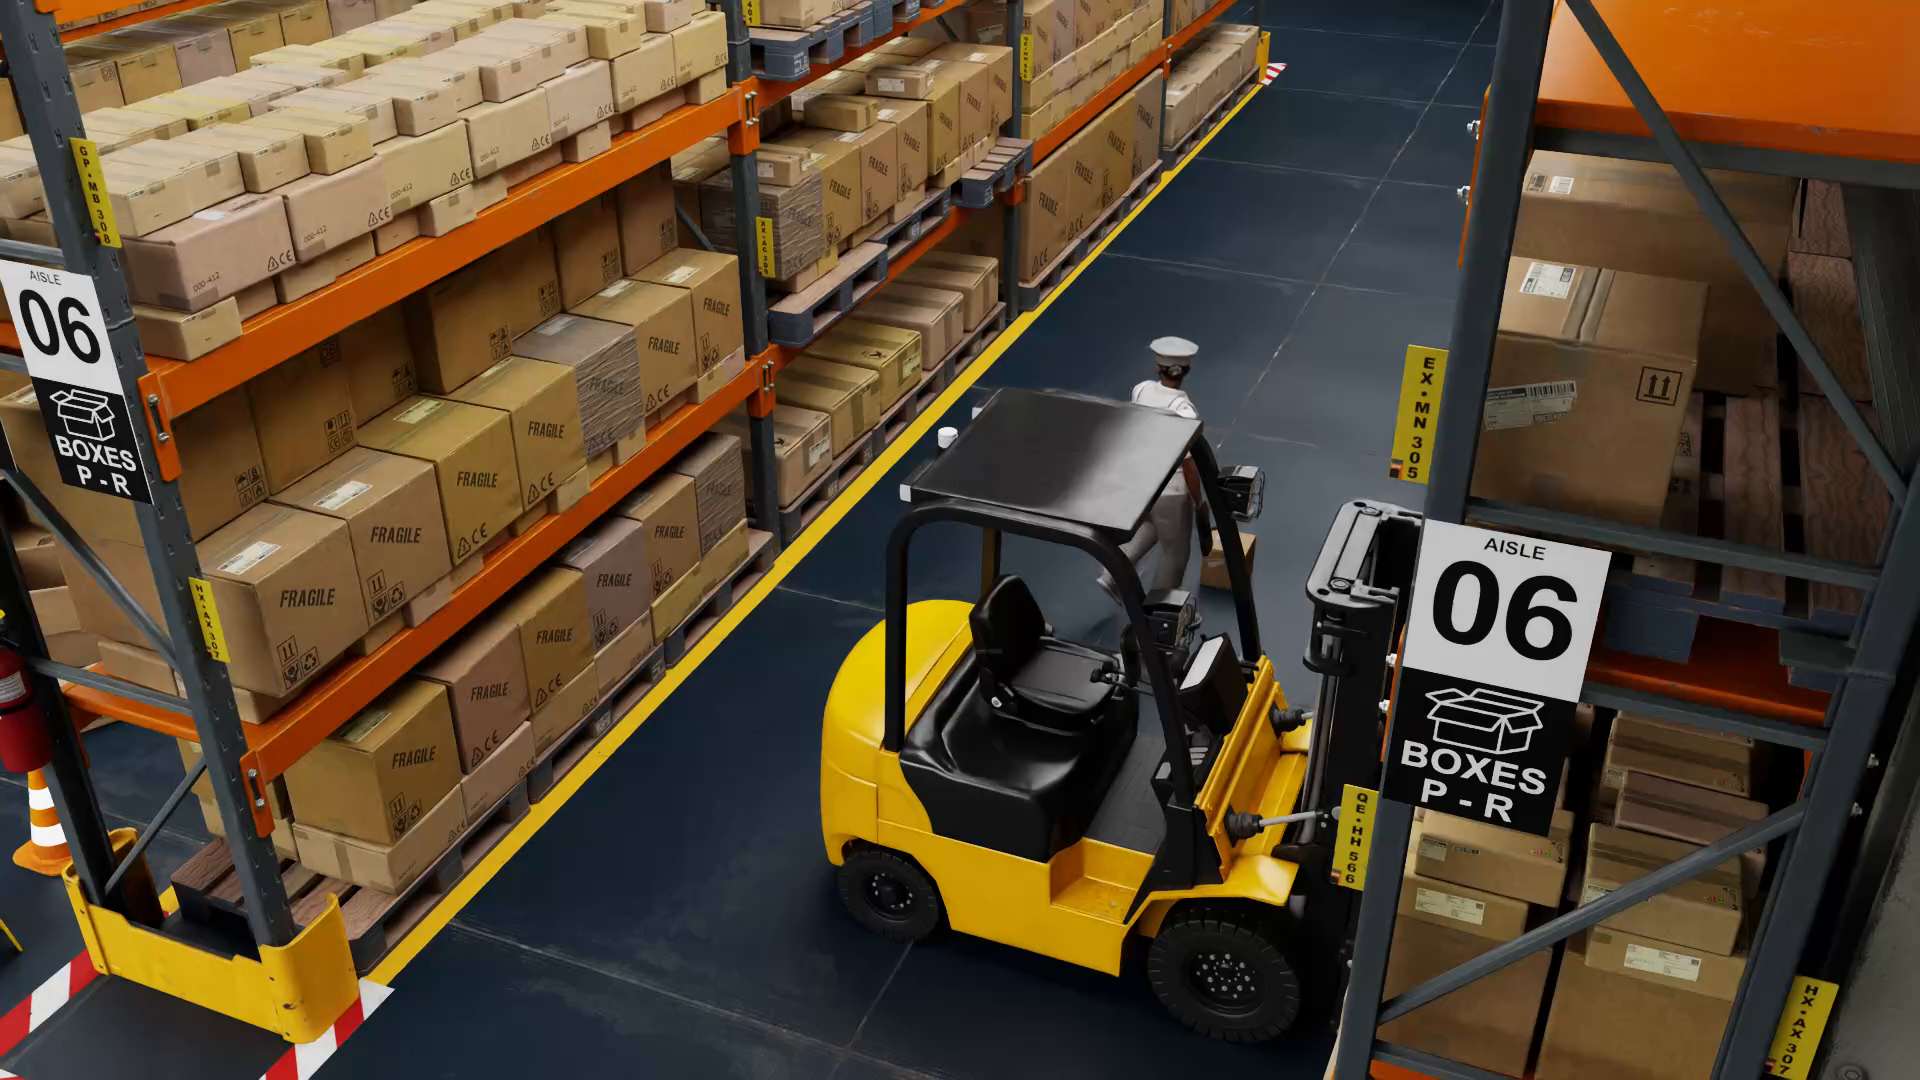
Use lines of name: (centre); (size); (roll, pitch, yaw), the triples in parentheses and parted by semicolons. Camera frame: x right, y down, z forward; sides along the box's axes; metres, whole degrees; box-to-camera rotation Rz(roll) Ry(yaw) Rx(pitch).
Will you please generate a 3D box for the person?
person: (1.065, -0.265, 8.825); (0.494, 1.660, 0.493); (-14, 33, -23)
